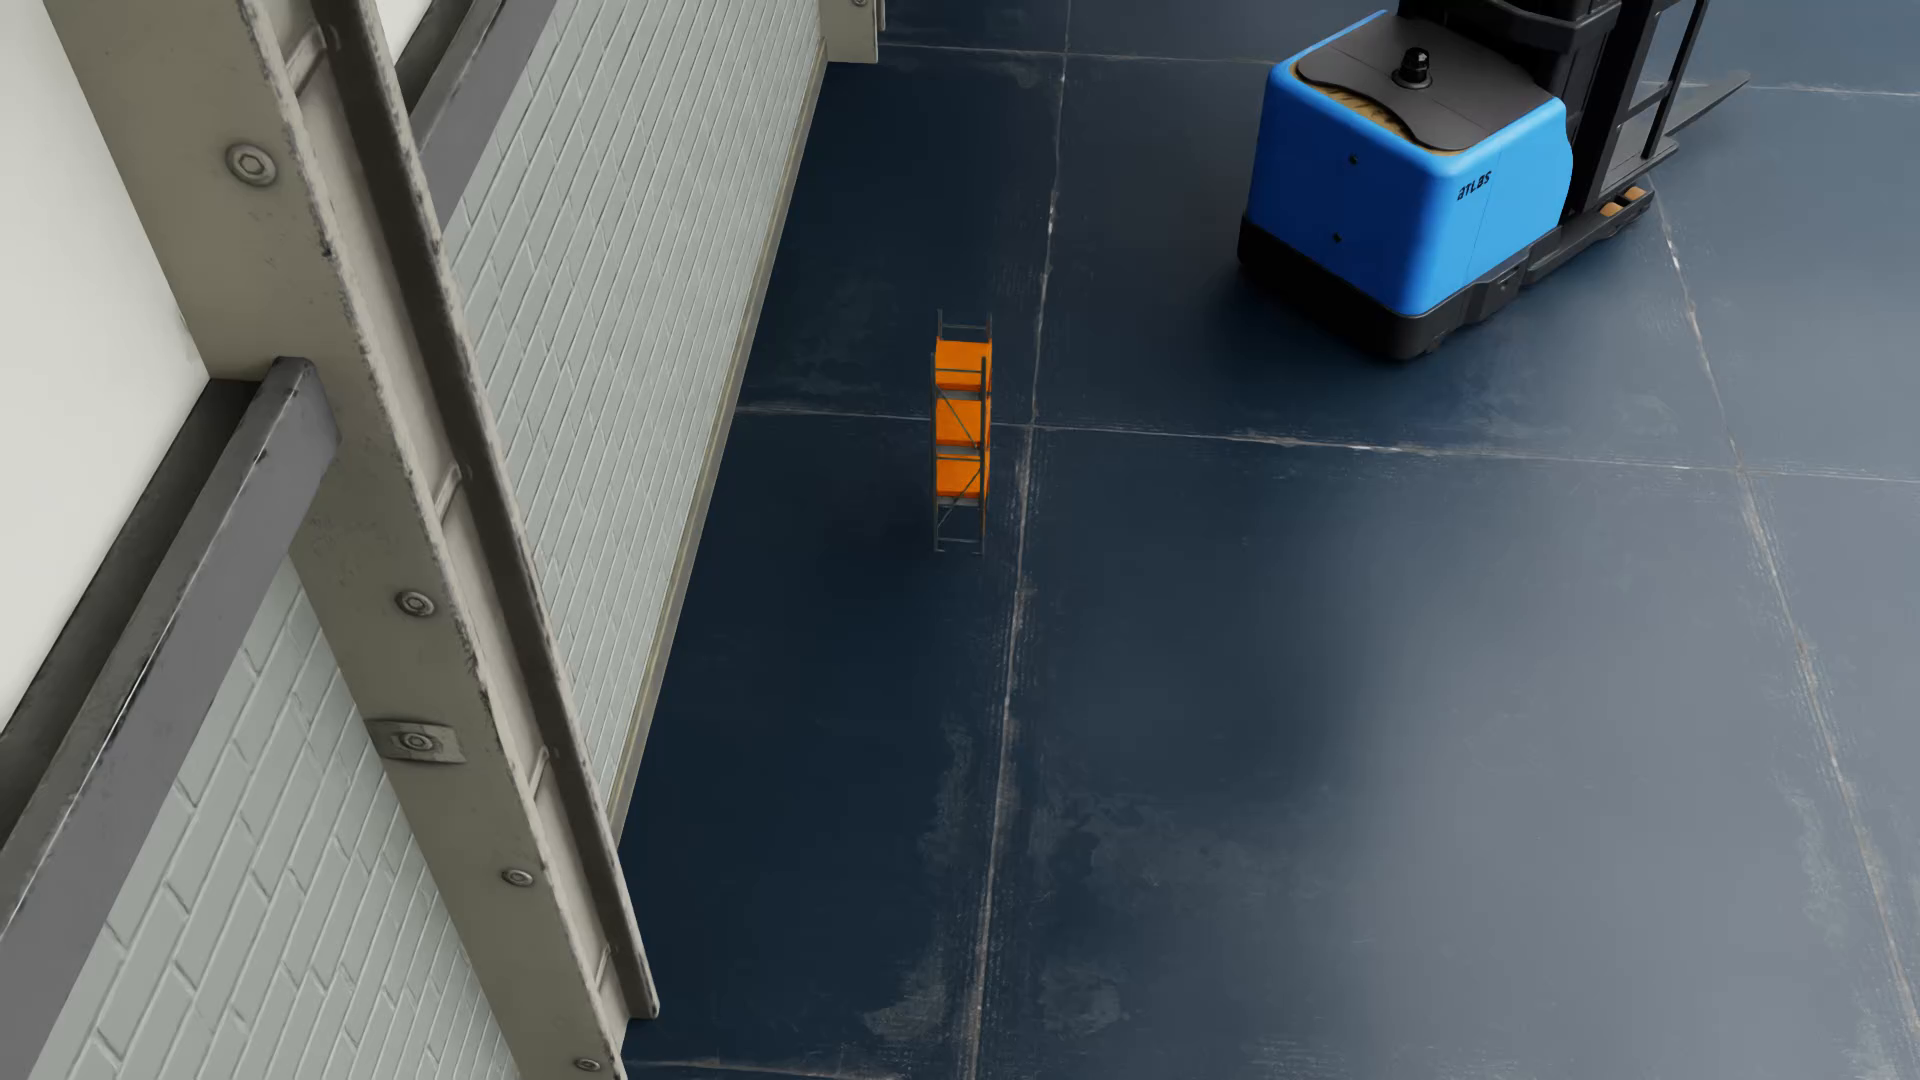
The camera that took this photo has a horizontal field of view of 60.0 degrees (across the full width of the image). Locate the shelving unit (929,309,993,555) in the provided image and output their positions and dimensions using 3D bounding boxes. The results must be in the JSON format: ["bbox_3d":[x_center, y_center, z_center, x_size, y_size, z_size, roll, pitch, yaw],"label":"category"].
[{"bbox_3d":[0.005,-0.394,6.399,0.215,1.050,0.252,4,48,4],"label":"shelving unit"}]

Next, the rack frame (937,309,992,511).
[{"bbox_3d":[0.016,-0.483,6.481,0.200,1.050,0.008,4,48,4],"label":"rack frame"}]

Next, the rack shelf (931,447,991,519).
[{"bbox_3d":[0.005,-0.199,6.611,0.215,0.259,0.240,4,48,4],"label":"rack shelf"}]

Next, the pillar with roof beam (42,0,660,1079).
[{"bbox_3d":[3.146,-1.116,1.672,9.100,9.000,0.400,4,48,4],"label":"pillar with roof beam"}]

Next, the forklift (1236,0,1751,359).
[{"bbox_3d":[2.760,-2.729,7.260,3.031,2.935,1.130,-32,55,-26],"label":"forklift"}]

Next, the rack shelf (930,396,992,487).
[{"bbox_3d":[0.005,-0.386,6.406,0.215,0.259,0.240,4,48,4],"label":"rack shelf"}]

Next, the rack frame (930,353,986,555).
[{"bbox_3d":[-0.006,-0.304,6.317,0.200,1.050,0.008,4,48,4],"label":"rack frame"}]

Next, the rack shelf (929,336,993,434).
[{"bbox_3d":[0.005,-0.578,6.197,0.215,0.259,0.240,4,48,4],"label":"rack shelf"}]

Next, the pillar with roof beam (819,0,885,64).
[{"bbox_3d":[3.693,-5.525,5.705,9.100,9.000,0.400,4,48,4],"label":"pillar with roof beam"}]
